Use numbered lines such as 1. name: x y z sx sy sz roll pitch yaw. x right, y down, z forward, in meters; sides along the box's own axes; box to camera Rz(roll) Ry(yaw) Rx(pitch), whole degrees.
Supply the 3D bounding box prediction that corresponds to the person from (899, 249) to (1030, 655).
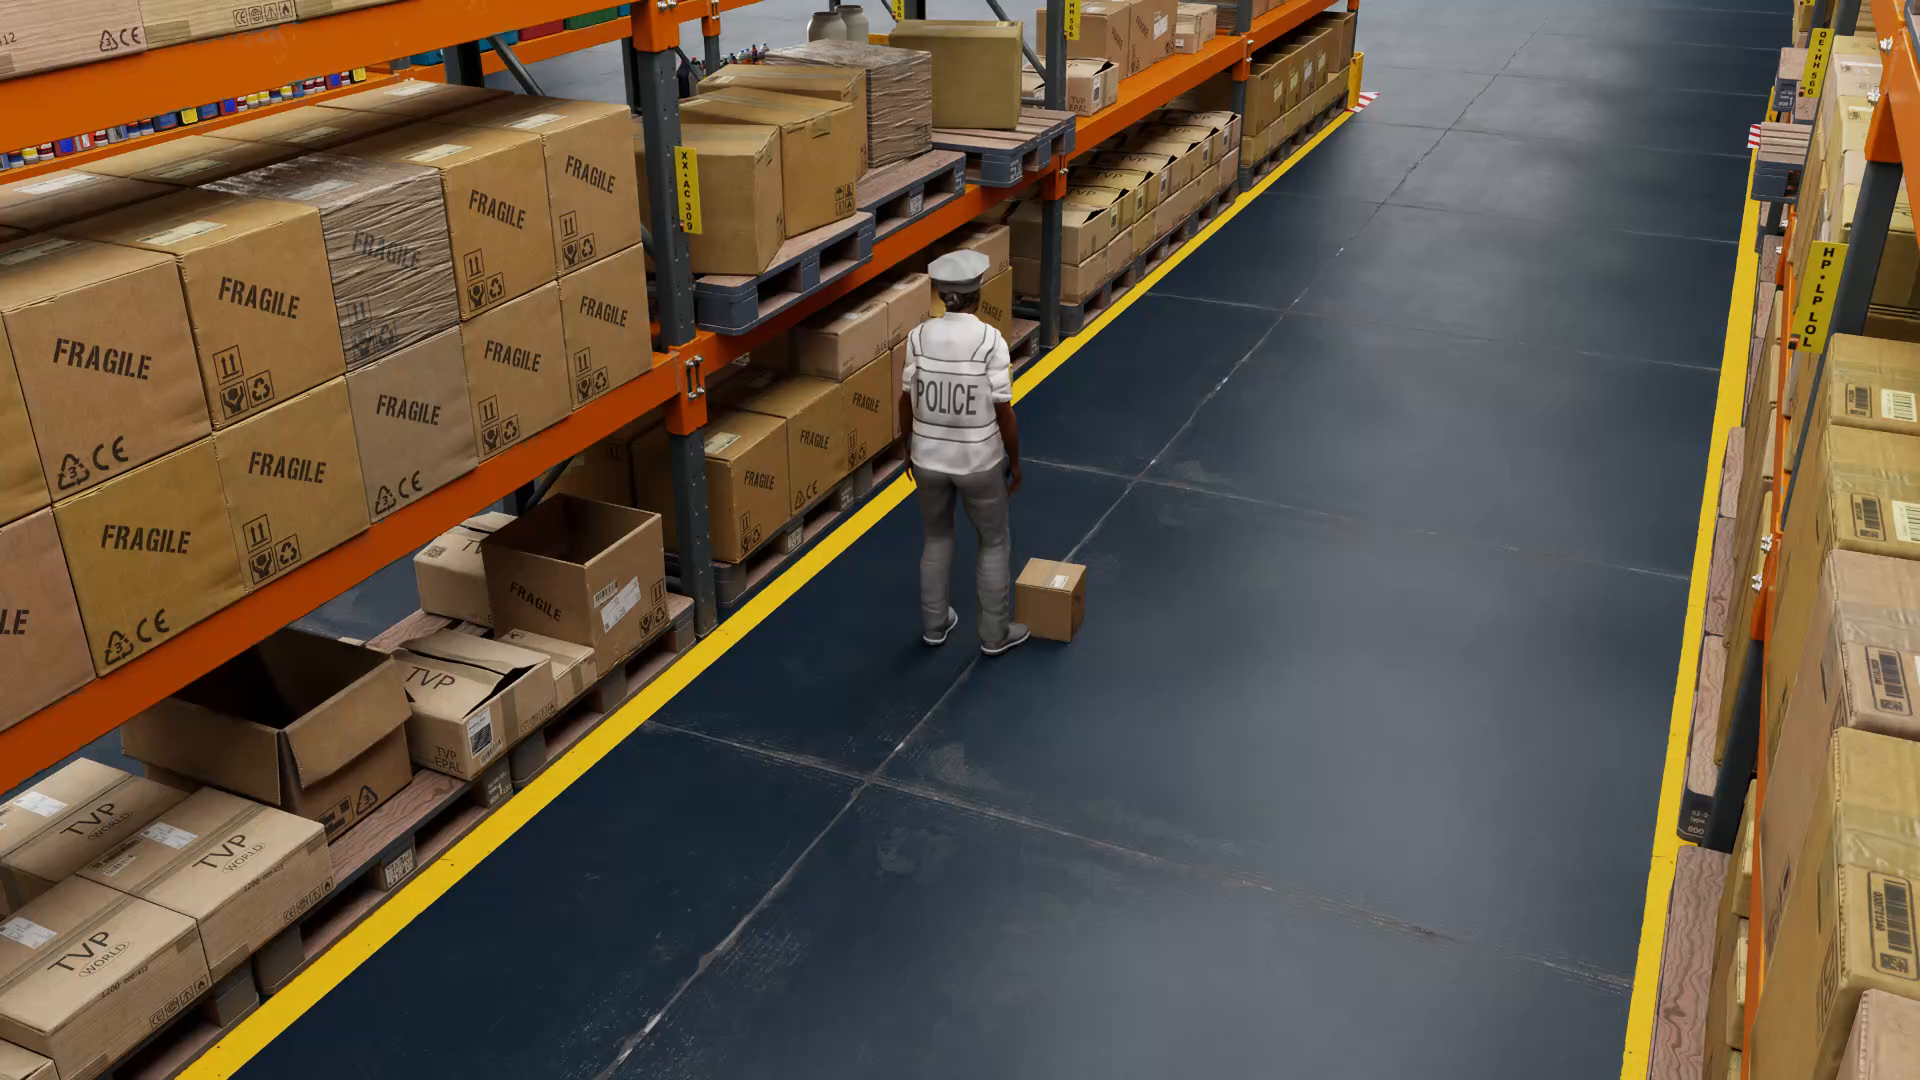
1. person: 0.015 -0.324 6.764 0.533 1.664 0.391 9 28 18
